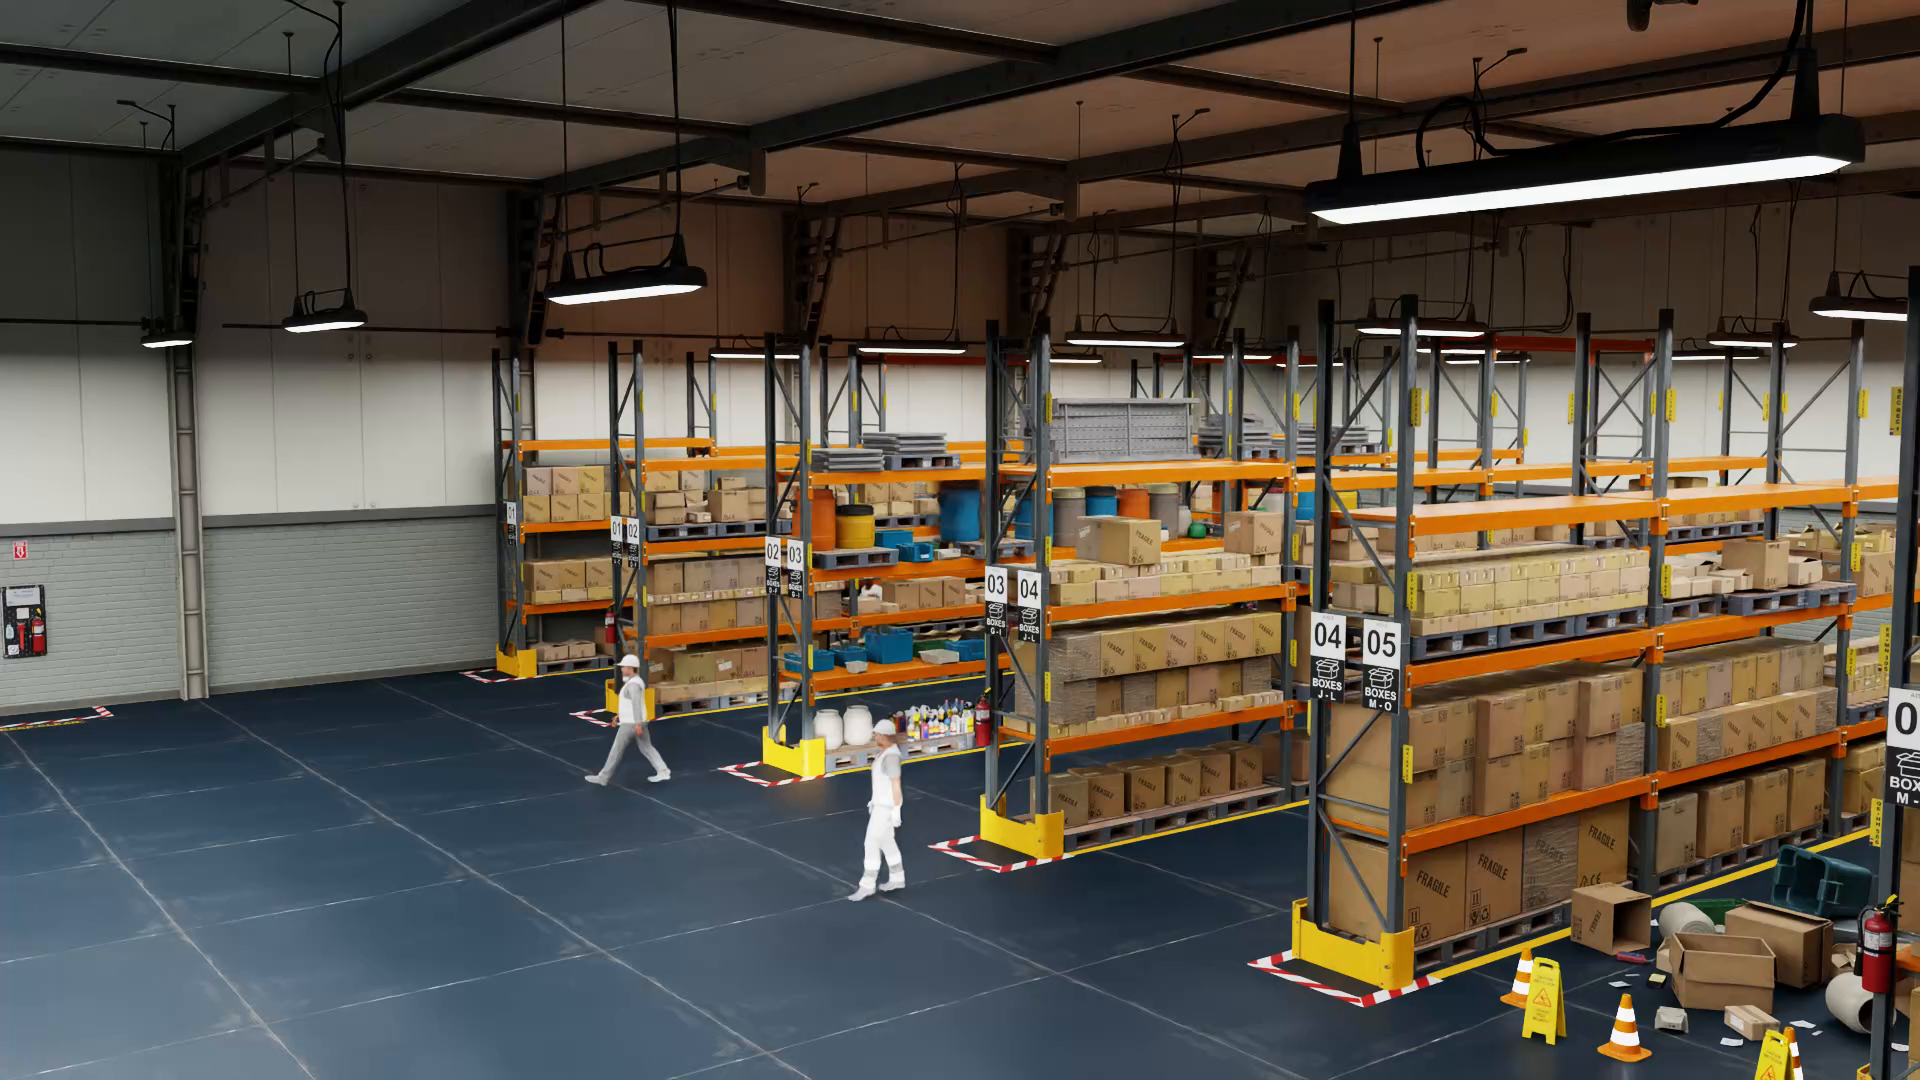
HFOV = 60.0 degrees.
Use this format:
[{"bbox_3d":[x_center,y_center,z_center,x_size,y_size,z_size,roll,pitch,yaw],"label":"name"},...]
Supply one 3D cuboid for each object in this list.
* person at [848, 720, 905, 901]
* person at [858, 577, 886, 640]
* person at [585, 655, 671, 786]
[{"bbox_3d":[-0.870,2.767,17.235,0.602,1.801,0.614,0,5,-4],"label":"person"},{"bbox_3d":[-1.669,1.456,32.398,0.979,1.724,0.580,-4,7,-40],"label":"person"},{"bbox_3d":[-4.377,2.363,21.945,1.063,1.708,0.559,0,5,2],"label":"person"}]
